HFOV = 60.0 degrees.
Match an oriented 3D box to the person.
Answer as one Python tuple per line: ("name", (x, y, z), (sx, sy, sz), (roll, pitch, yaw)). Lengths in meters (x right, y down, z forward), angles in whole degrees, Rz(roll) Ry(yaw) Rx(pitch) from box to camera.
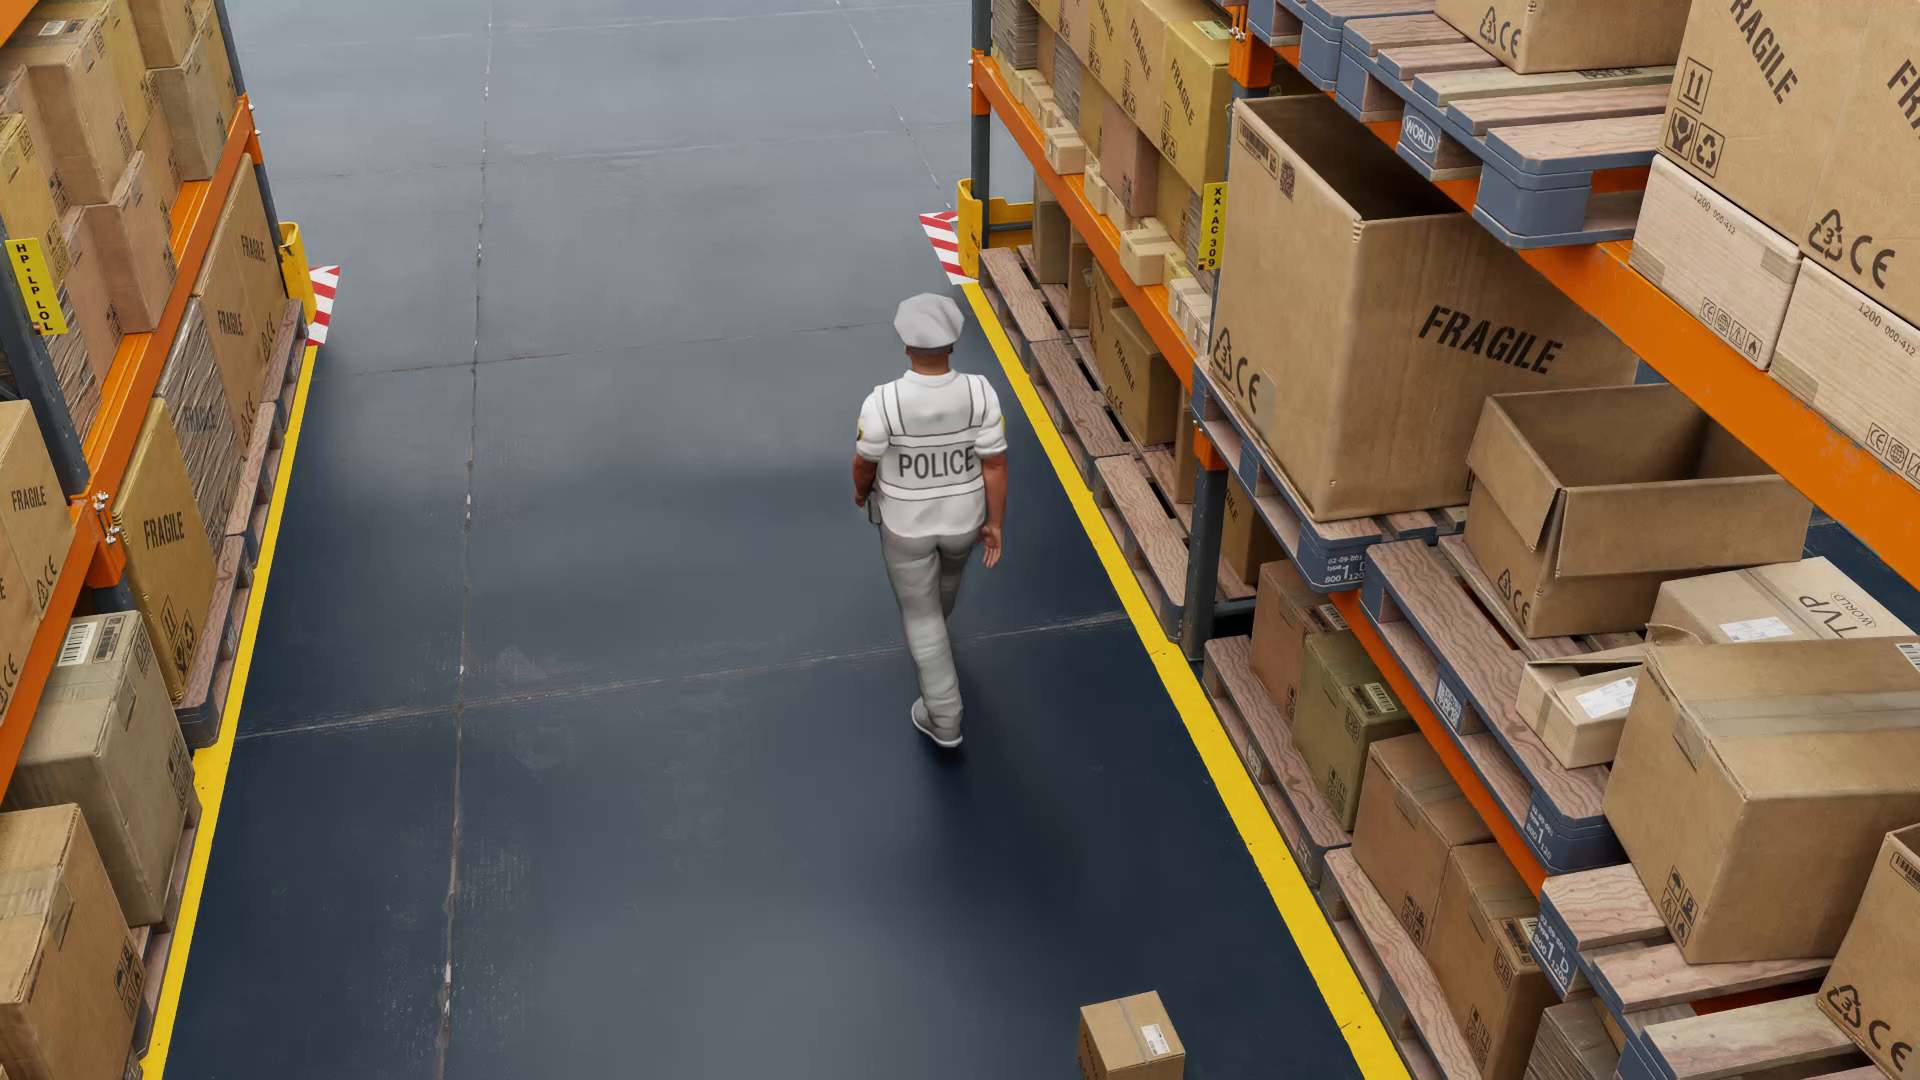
("person", (-0.140, -0.161, 6.334), (0.545, 1.710, 1.062), (-11, 36, -15))
